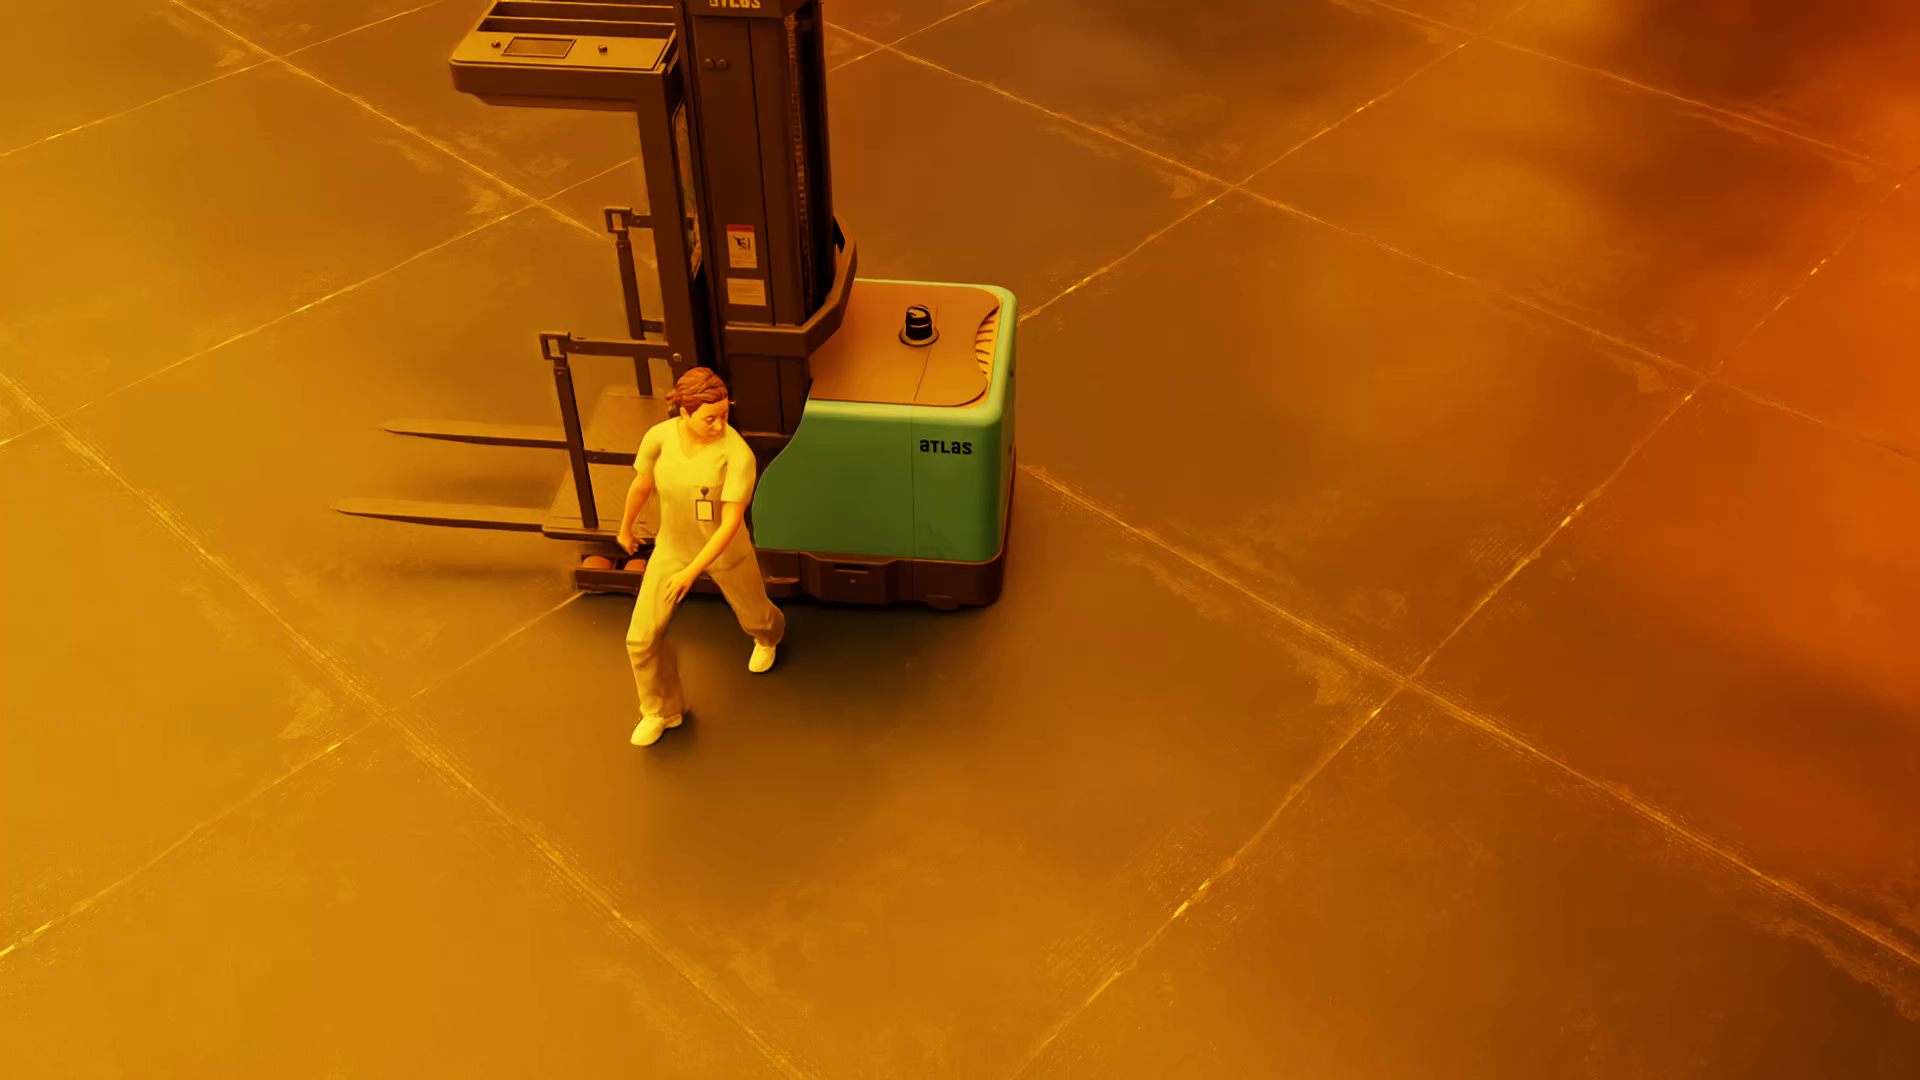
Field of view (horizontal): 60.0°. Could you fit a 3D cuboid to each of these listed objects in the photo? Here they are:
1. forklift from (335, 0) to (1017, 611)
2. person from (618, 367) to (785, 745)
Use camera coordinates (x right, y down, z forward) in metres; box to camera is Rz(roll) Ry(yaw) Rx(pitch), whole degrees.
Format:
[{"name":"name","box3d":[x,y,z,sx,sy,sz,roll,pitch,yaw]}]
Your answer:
[{"name":"forklift","box3d":[-1.284,-1.202,6.830,3.031,2.935,1.130,4,41,4]},{"name":"person","box3d":[-1.053,0.082,6.466,0.599,1.475,0.825,5,41,6]}]
